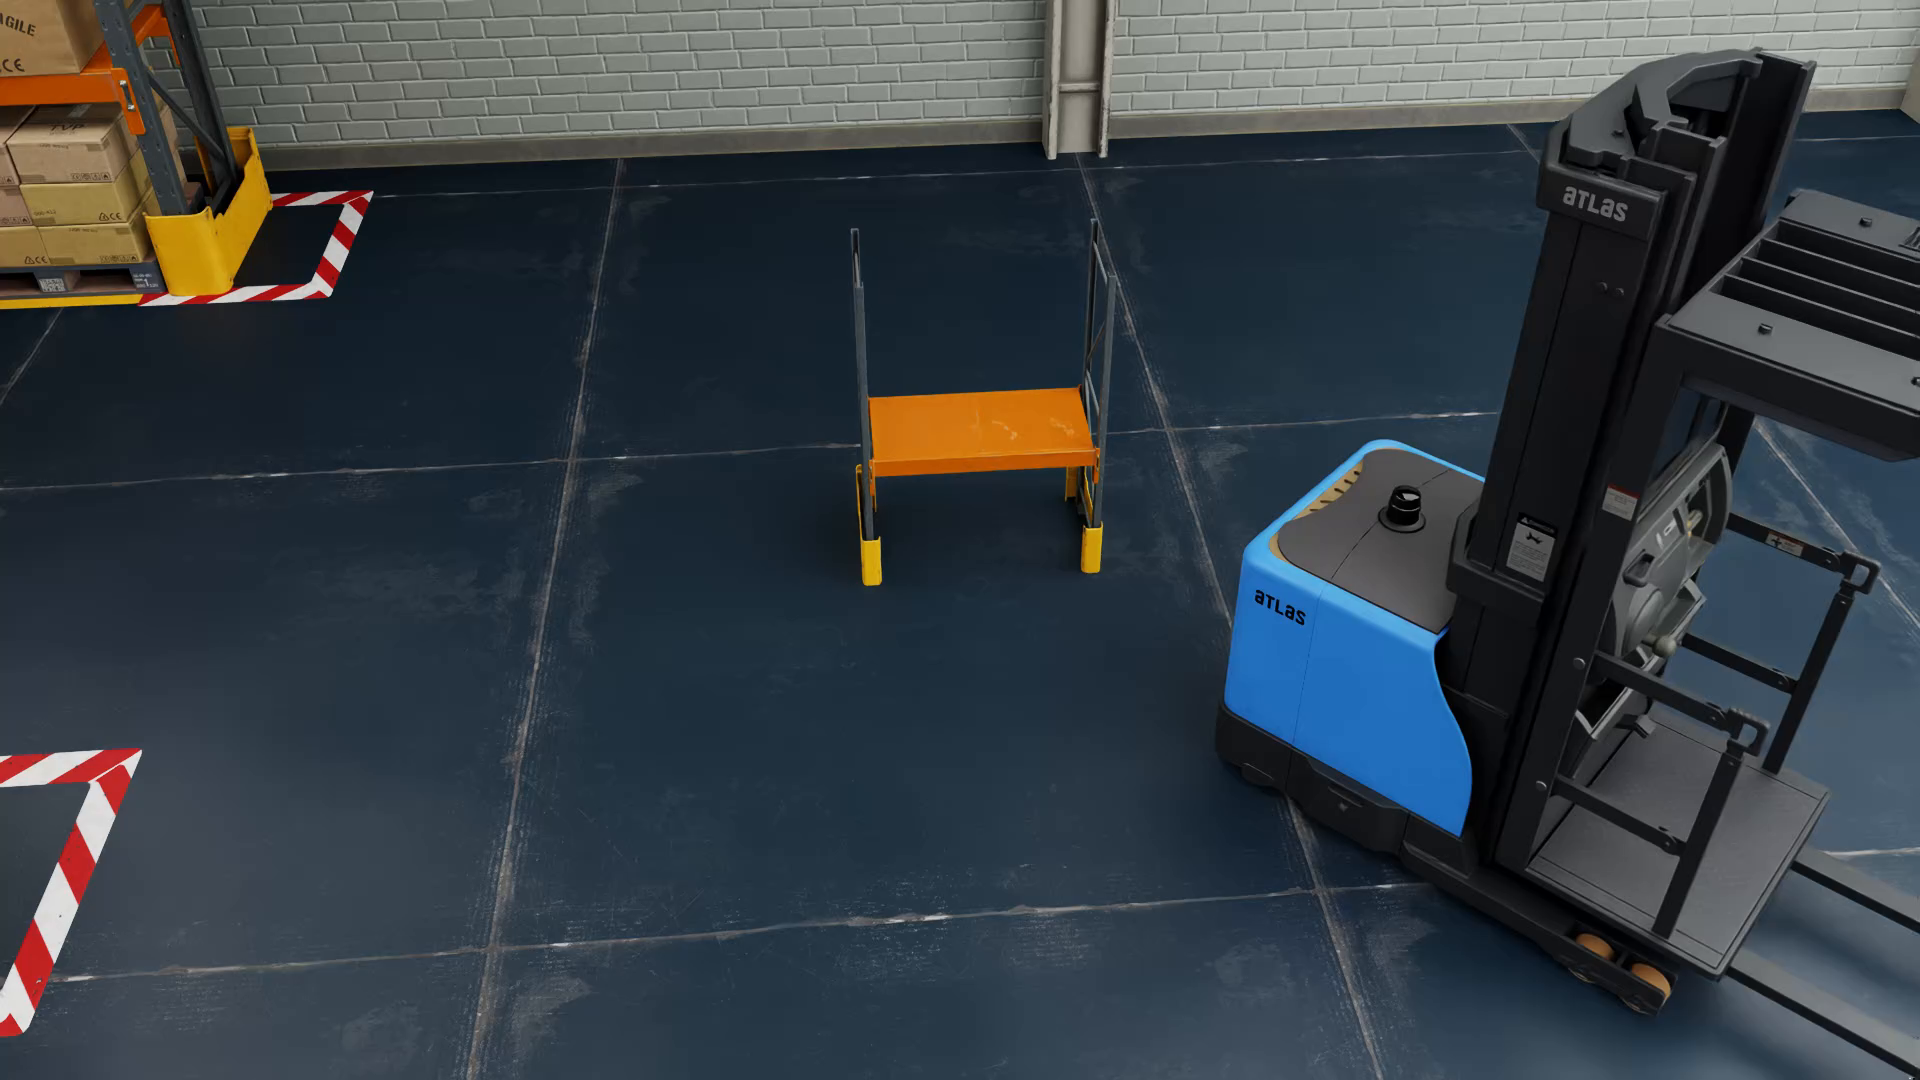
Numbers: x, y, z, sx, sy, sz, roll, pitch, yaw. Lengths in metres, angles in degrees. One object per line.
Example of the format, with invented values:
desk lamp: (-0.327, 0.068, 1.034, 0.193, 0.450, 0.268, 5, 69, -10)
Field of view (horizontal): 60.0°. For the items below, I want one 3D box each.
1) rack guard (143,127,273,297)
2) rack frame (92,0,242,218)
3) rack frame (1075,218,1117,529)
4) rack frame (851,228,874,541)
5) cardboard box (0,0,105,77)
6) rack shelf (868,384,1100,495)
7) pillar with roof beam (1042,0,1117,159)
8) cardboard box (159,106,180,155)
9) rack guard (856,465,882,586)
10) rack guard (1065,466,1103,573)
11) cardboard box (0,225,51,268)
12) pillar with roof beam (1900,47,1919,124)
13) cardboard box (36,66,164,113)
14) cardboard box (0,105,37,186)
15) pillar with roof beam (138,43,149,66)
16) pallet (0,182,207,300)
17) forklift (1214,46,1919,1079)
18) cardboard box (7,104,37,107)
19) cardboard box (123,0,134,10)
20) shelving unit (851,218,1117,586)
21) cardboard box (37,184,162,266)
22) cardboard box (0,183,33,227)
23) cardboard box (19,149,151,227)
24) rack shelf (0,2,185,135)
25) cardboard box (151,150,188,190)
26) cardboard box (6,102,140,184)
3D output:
rack guard: (-4.421, -1.956, 9.825, 0.348, 0.500, 1.175, -3, 38, -4)
rack frame: (-4.445, -2.936, 9.049, 0.127, 3.000, 1.000, -3, 38, -4)
rack frame: (0.591, -0.621, 7.327, 0.032, 1.500, 0.500, -3, 38, -4)
rack frame: (-0.421, -0.566, 7.256, 0.032, 1.500, 0.500, -3, 38, -4)
cardboard box: (-4.912, -2.786, 8.779, 0.500, 0.500, 0.500, -4, 38, -5)
rack shelf: (0.085, -0.452, 7.403, 1.000, 0.185, 0.538, -3, 38, -4)
pillar with roof beam: (1.140, -3.482, 4.898, 0.400, 9.000, 9.100, -3, 38, -4)
cardboard box: (-4.931, -2.320, 9.746, 0.500, 0.250, 0.500, -2, 38, -3)
rack guard: (-0.420, -0.075, 7.643, 0.087, 0.250, 0.587, -3, 38, -4)
rack guard: (0.572, -0.130, 7.712, 0.087, 0.250, 0.587, -3, 38, -4)
cardboard box: (-5.381, -1.779, 9.464, 0.500, 0.250, 0.500, -3, 38, -4)
pillar with roof beam: (7.116, -3.811, 5.315, 0.400, 9.000, 9.100, -3, 38, -4)
cardboard box: (-4.940, -2.504, 9.576, 0.500, 0.250, 0.500, -4, 38, -5)
cardboard box: (-5.384, -2.164, 9.145, 0.500, 0.250, 0.500, -2, 38, -3)
pillar with roof beam: (-4.837, -3.153, 4.481, 0.400, 9.000, 9.100, -3, 38, -4)
pallet: (-5.203, -1.773, 9.827, 1.213, 0.211, 1.003, -3, 38, -4)
forklift: (2.452, 0.096, 5.262, 3.031, 2.935, 1.130, 28, 46, 31)
cardboard box: (-5.438, -2.475, 9.538, 0.500, 0.250, 0.500, -3, 38, -4)
cardboard box: (-4.963, -3.119, 9.201, 0.500, 0.500, 0.500, -2, 38, -3)
shelving unit: (0.076, -0.593, 7.291, 1.083, 1.500, 0.587, -3, 38, -4)
cardboard box: (-4.885, -1.801, 9.491, 0.500, 0.250, 0.500, -3, 38, -4)
cardboard box: (-5.402, -1.977, 9.311, 0.500, 0.250, 0.500, -3, 38, -4)
cardboard box: (-4.902, -1.998, 9.338, 0.500, 0.250, 0.500, -4, 38, -5)
rack shelf: (-6.437, -2.544, 9.133, 4.000, 0.370, 1.077, -3, 38, -4)
cardboard box: (-4.951, -2.115, 9.890, 0.500, 0.250, 0.500, -3, 38, -4)
cardboard box: (-4.876, -2.196, 9.185, 0.500, 0.250, 0.500, -2, 38, -2)
